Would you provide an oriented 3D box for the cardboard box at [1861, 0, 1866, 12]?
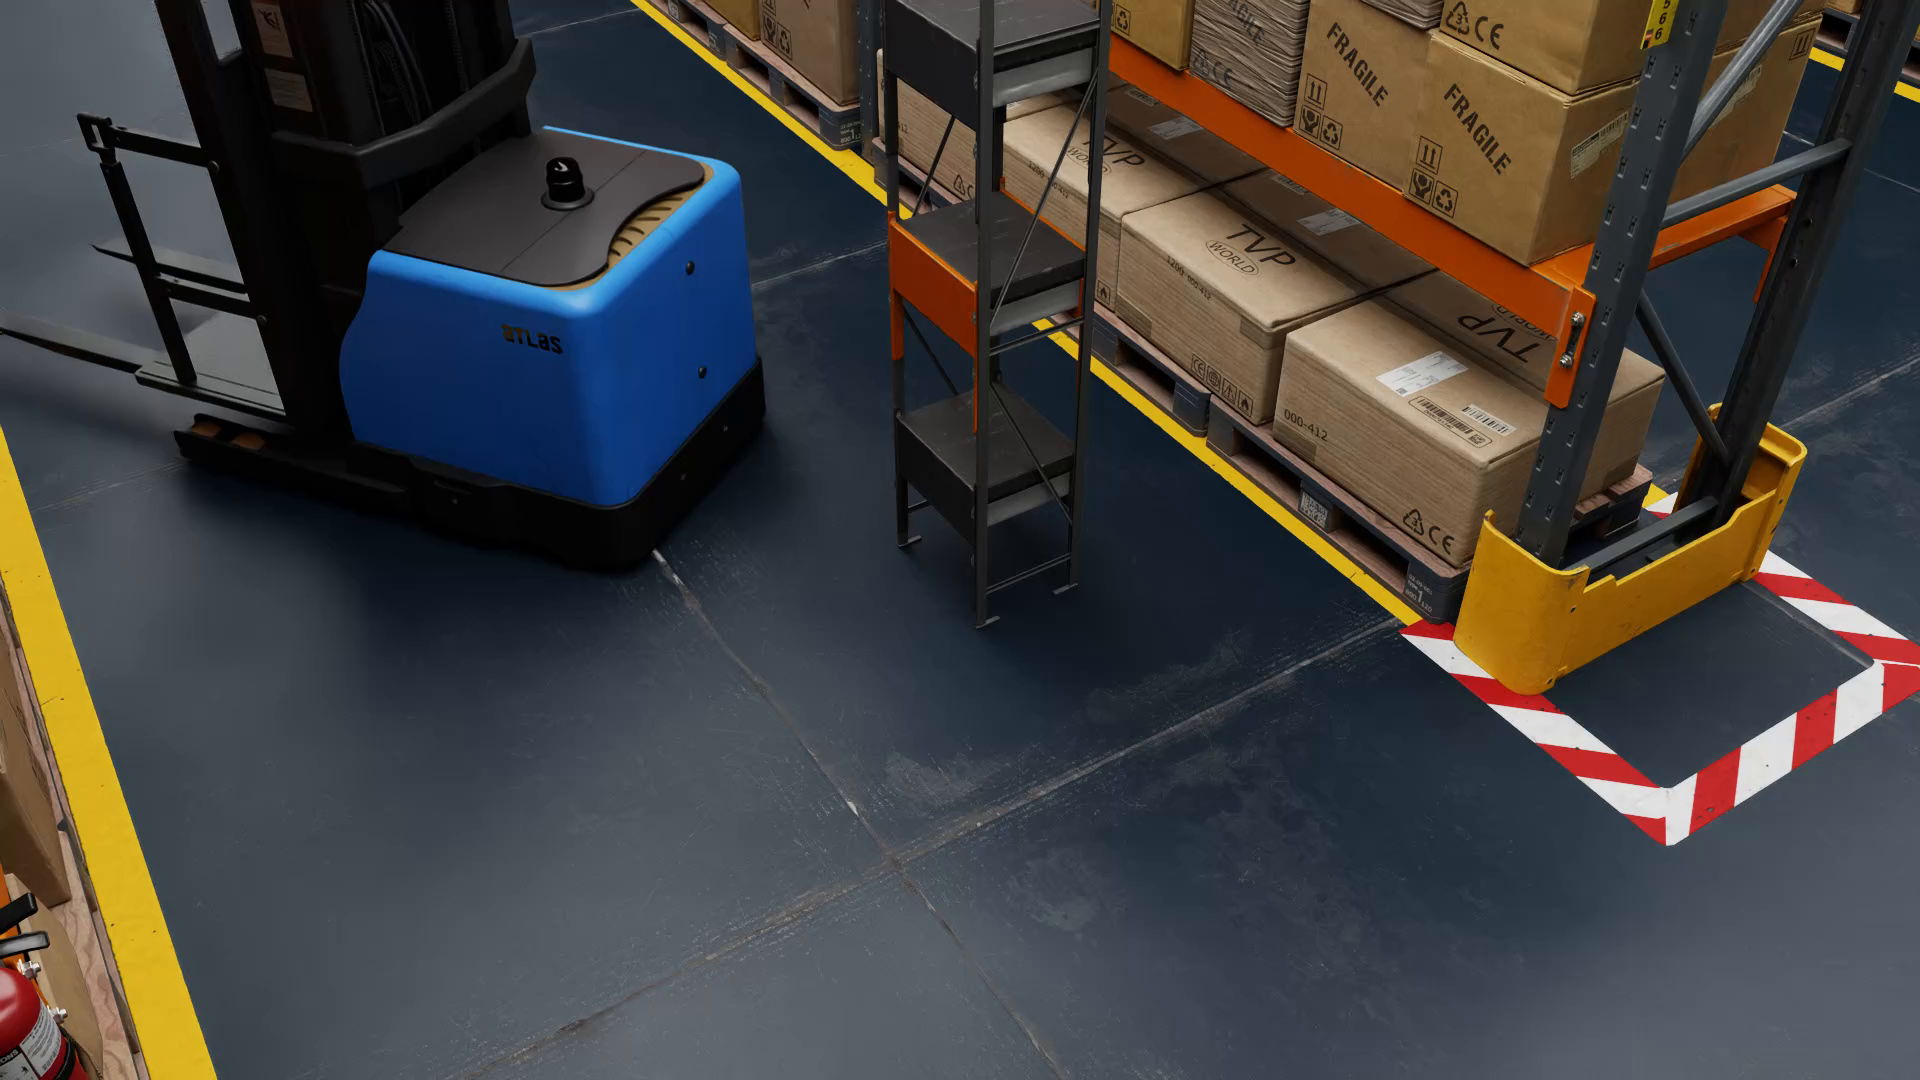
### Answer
[{"bbox_3d":[4.967,-2.833,8.705,0.380,0.149,0.250,-21,44,-23],"label":"cardboard box"}]

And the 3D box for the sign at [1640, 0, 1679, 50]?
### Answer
[{"bbox_3d":[1.671,-1.314,3.895,0.100,0.325,0.005,-22,45,-24],"label":"sign"}]

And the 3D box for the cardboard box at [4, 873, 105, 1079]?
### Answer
[{"bbox_3d":[-2.296,1.188,3.604,0.797,0.503,0.637,-24,45,-26],"label":"cardboard box"}]

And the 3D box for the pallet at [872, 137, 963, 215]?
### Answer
[{"bbox_3d":[0.328,-1.608,7.515,1.003,0.211,1.213,-22,45,-24],"label":"pallet"}]

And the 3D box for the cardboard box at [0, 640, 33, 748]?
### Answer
[{"bbox_3d":[-2.923,0.394,4.558,0.500,0.500,0.500,-21,44,-24],"label":"cardboard box"}]

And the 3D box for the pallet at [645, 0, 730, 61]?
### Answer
[{"bbox_3d":[-1.154,-3.095,9.300,1.003,0.211,1.213,-22,45,-24],"label":"pallet"}]

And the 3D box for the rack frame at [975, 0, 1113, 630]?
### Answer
[{"bbox_3d":[0.220,-0.586,4.813,0.400,2.100,0.015,-22,45,-24],"label":"rack frame"}]

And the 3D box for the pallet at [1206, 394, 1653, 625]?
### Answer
[{"bbox_3d":[1.640,-0.291,5.935,1.003,0.211,1.213,-22,45,-24],"label":"pallet"}]

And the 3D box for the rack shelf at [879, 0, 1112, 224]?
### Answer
[{"bbox_3d":[0.089,-1.245,4.531,0.431,0.518,0.480,-22,45,-24],"label":"rack shelf"}]

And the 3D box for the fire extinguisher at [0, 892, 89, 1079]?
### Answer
[{"bbox_3d":[-1.579,0.846,2.743,0.296,0.674,0.183,-22,45,-24],"label":"fire extinguisher"}]

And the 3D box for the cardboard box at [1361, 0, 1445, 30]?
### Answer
[{"bbox_3d":[1.370,-1.831,4.745,0.500,0.500,0.500,-22,45,-24],"label":"cardboard box"}]

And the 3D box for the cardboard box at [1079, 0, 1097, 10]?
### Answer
[{"bbox_3d":[0.546,-2.268,6.051,0.500,0.500,0.500,-22,45,-24],"label":"cardboard box"}]

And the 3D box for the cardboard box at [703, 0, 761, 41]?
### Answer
[{"bbox_3d":[-0.908,-3.254,8.644,0.875,0.875,0.875,-21,44,-23],"label":"cardboard box"}]

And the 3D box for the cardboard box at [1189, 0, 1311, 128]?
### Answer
[{"bbox_3d":[1.111,-1.716,5.388,0.500,0.500,0.500,-21,44,-23],"label":"cardboard box"}]

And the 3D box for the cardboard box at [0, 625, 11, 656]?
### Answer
[{"bbox_3d":[-3.281,0.154,4.847,0.700,0.500,0.500,-24,45,-26],"label":"cardboard box"}]

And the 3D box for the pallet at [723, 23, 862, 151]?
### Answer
[{"bbox_3d":[-0.493,-2.436,8.509,1.003,0.211,1.213,-22,45,-24],"label":"pallet"}]

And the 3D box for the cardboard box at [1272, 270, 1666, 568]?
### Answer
[{"bbox_3d":[1.697,-0.457,5.628,0.875,0.438,0.875,-24,45,-26],"label":"cardboard box"}]

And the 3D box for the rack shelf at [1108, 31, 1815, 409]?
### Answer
[{"bbox_3d":[1.060,-1.761,6.082,1.077,0.370,4.000,-22,45,-24],"label":"rack shelf"}]

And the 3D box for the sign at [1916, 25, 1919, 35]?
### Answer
[{"bbox_3d":[2.607,-1.509,4.479,0.100,0.325,0.005,-22,45,-24],"label":"sign"}]

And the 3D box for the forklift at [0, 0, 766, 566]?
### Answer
[{"bbox_3d":[-2.292,-1.644,5.434,3.031,2.935,1.130,15,42,17],"label":"forklift"}]

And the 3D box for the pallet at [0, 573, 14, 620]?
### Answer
[{"bbox_3d":[-3.830,0.036,5.542,1.003,0.211,1.213,-22,45,-24],"label":"pallet"}]

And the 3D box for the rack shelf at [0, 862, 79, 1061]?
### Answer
[{"bbox_3d":[-3.123,-0.050,4.029,1.077,0.370,4.000,-22,45,-24],"label":"rack shelf"}]

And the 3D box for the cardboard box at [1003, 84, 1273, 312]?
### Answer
[{"bbox_3d":[0.714,-1.435,6.803,0.875,0.438,0.875,-24,45,-26],"label":"cardboard box"}]

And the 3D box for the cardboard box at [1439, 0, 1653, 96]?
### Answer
[{"bbox_3d":[1.676,-1.559,4.418,0.500,0.500,0.500,-21,44,-23],"label":"cardboard box"}]

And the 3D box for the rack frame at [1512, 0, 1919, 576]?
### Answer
[{"bbox_3d":[2.136,-0.958,4.556,1.000,3.000,0.127,-22,45,-24],"label":"rack frame"}]

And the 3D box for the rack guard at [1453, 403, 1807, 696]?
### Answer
[{"bbox_3d":[2.149,0.015,5.341,1.175,0.500,0.348,-22,45,-24],"label":"rack guard"}]

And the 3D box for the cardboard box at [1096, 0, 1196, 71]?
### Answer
[{"bbox_3d":[0.823,-1.990,5.717,0.500,0.500,0.500,-21,44,-23],"label":"cardboard box"}]

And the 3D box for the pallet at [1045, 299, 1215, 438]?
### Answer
[{"bbox_3d":[0.988,-0.949,6.724,1.003,0.211,1.213,-22,45,-24],"label":"pallet"}]

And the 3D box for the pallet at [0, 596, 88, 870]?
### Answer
[{"bbox_3d":[-3.170,0.695,4.751,1.003,0.211,1.213,-22,45,-24],"label":"pallet"}]

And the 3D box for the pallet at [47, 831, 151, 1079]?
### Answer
[{"bbox_3d":[-2.518,1.353,3.962,1.003,0.211,1.213,-22,45,-24],"label":"pallet"}]

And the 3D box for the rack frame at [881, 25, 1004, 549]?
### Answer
[{"bbox_3d":[-0.042,-0.849,5.129,0.400,2.100,0.015,-22,45,-24],"label":"rack frame"}]

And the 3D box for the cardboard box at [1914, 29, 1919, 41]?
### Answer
[{"bbox_3d":[5.039,-2.670,8.510,0.380,0.149,0.250,-21,44,-24],"label":"cardboard box"}]

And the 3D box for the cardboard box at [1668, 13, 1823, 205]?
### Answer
[{"bbox_3d":[2.120,-1.354,4.954,0.500,0.500,0.500,-23,45,-25],"label":"cardboard box"}]

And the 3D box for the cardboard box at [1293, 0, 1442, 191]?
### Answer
[{"bbox_3d":[1.396,-1.442,5.059,0.500,0.500,0.500,-23,45,-25],"label":"cardboard box"}]

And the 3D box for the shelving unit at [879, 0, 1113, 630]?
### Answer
[{"bbox_3d":[0.089,-0.717,4.971,0.431,2.100,0.503,-22,45,-24],"label":"shelving unit"}]

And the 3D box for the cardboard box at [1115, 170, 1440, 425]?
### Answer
[{"bbox_3d":[1.197,-0.948,6.218,0.875,0.438,0.875,-21,44,-23],"label":"cardboard box"}]

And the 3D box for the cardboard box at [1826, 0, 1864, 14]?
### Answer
[{"bbox_3d":[4.761,-2.948,8.844,0.380,0.149,0.250,-23,45,-26],"label":"cardboard box"}]

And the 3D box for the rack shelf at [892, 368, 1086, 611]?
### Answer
[{"bbox_3d":[0.089,-0.169,5.427,0.431,0.518,0.480,-22,45,-24],"label":"rack shelf"}]

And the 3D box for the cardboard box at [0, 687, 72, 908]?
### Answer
[{"bbox_3d":[-2.723,0.714,4.174,0.700,0.500,0.500,-20,44,-23],"label":"cardboard box"}]

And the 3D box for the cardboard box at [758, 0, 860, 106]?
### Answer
[{"bbox_3d":[-0.416,-2.769,8.062,0.875,0.875,0.875,-21,44,-23],"label":"cardboard box"}]

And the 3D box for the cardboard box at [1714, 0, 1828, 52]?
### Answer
[{"bbox_3d":[2.118,-1.738,4.633,0.500,0.500,0.500,-23,45,-25],"label":"cardboard box"}]

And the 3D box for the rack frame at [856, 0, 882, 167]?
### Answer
[{"bbox_3d":[-0.015,-3.117,7.147,1.000,3.000,0.127,-22,45,-24],"label":"rack frame"}]

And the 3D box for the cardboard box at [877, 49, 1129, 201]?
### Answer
[{"bbox_3d":[0.232,-1.918,7.382,0.875,0.438,0.875,-23,45,-25],"label":"cardboard box"}]

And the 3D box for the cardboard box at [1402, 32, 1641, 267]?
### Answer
[{"bbox_3d":[1.653,-1.166,4.728,0.500,0.500,0.500,-22,45,-24],"label":"cardboard box"}]

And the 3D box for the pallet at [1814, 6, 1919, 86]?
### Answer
[{"bbox_3d":[5.155,-2.795,8.939,1.003,0.211,1.213,-22,45,-24],"label":"pallet"}]

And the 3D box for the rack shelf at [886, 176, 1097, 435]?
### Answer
[{"bbox_3d":[0.089,-0.707,4.979,0.431,0.518,0.480,-22,45,-24],"label":"rack shelf"}]
